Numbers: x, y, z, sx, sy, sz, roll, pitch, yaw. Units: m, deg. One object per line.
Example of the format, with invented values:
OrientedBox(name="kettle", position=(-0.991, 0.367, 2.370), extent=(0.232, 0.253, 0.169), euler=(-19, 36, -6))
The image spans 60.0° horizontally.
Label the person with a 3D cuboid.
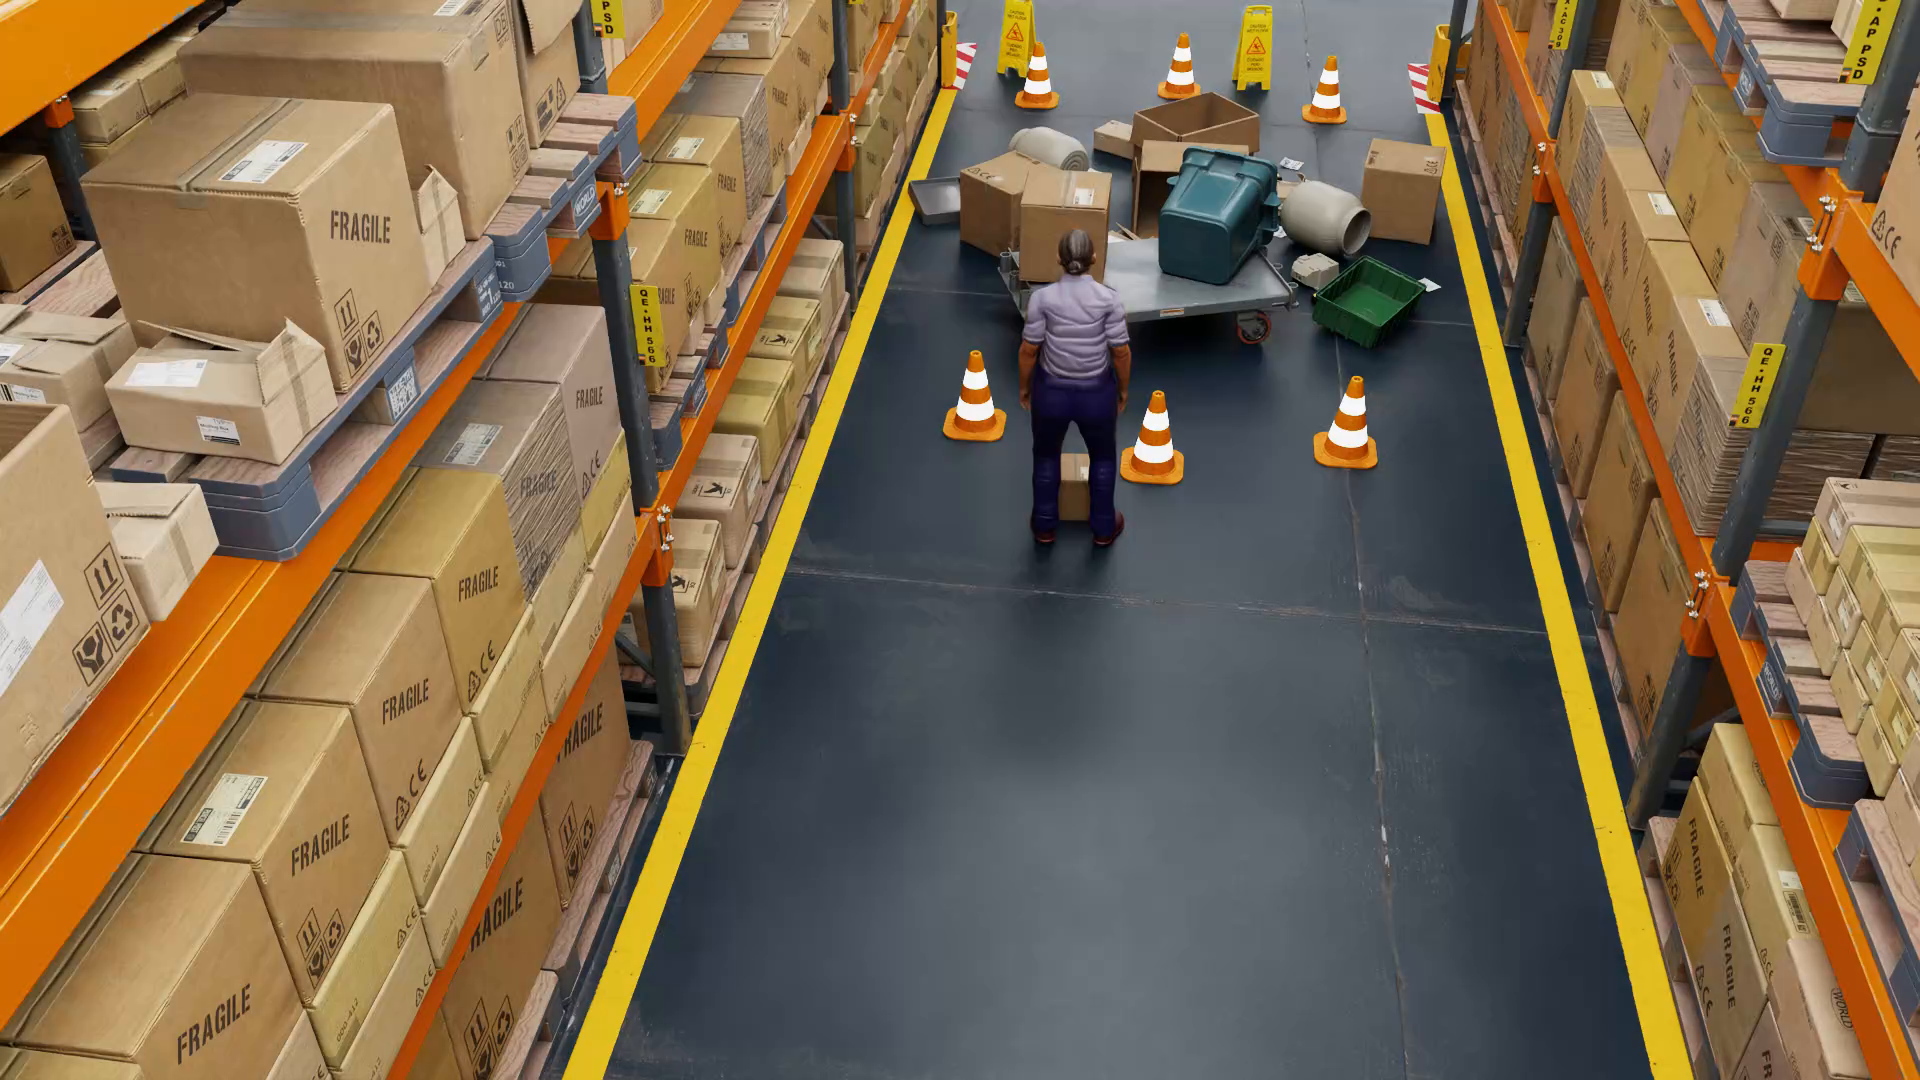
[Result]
OrientedBox(name="person", position=(0.557, -0.698, 7.993), extent=(0.557, 1.652, 0.364), euler=(3, 36, 4))
